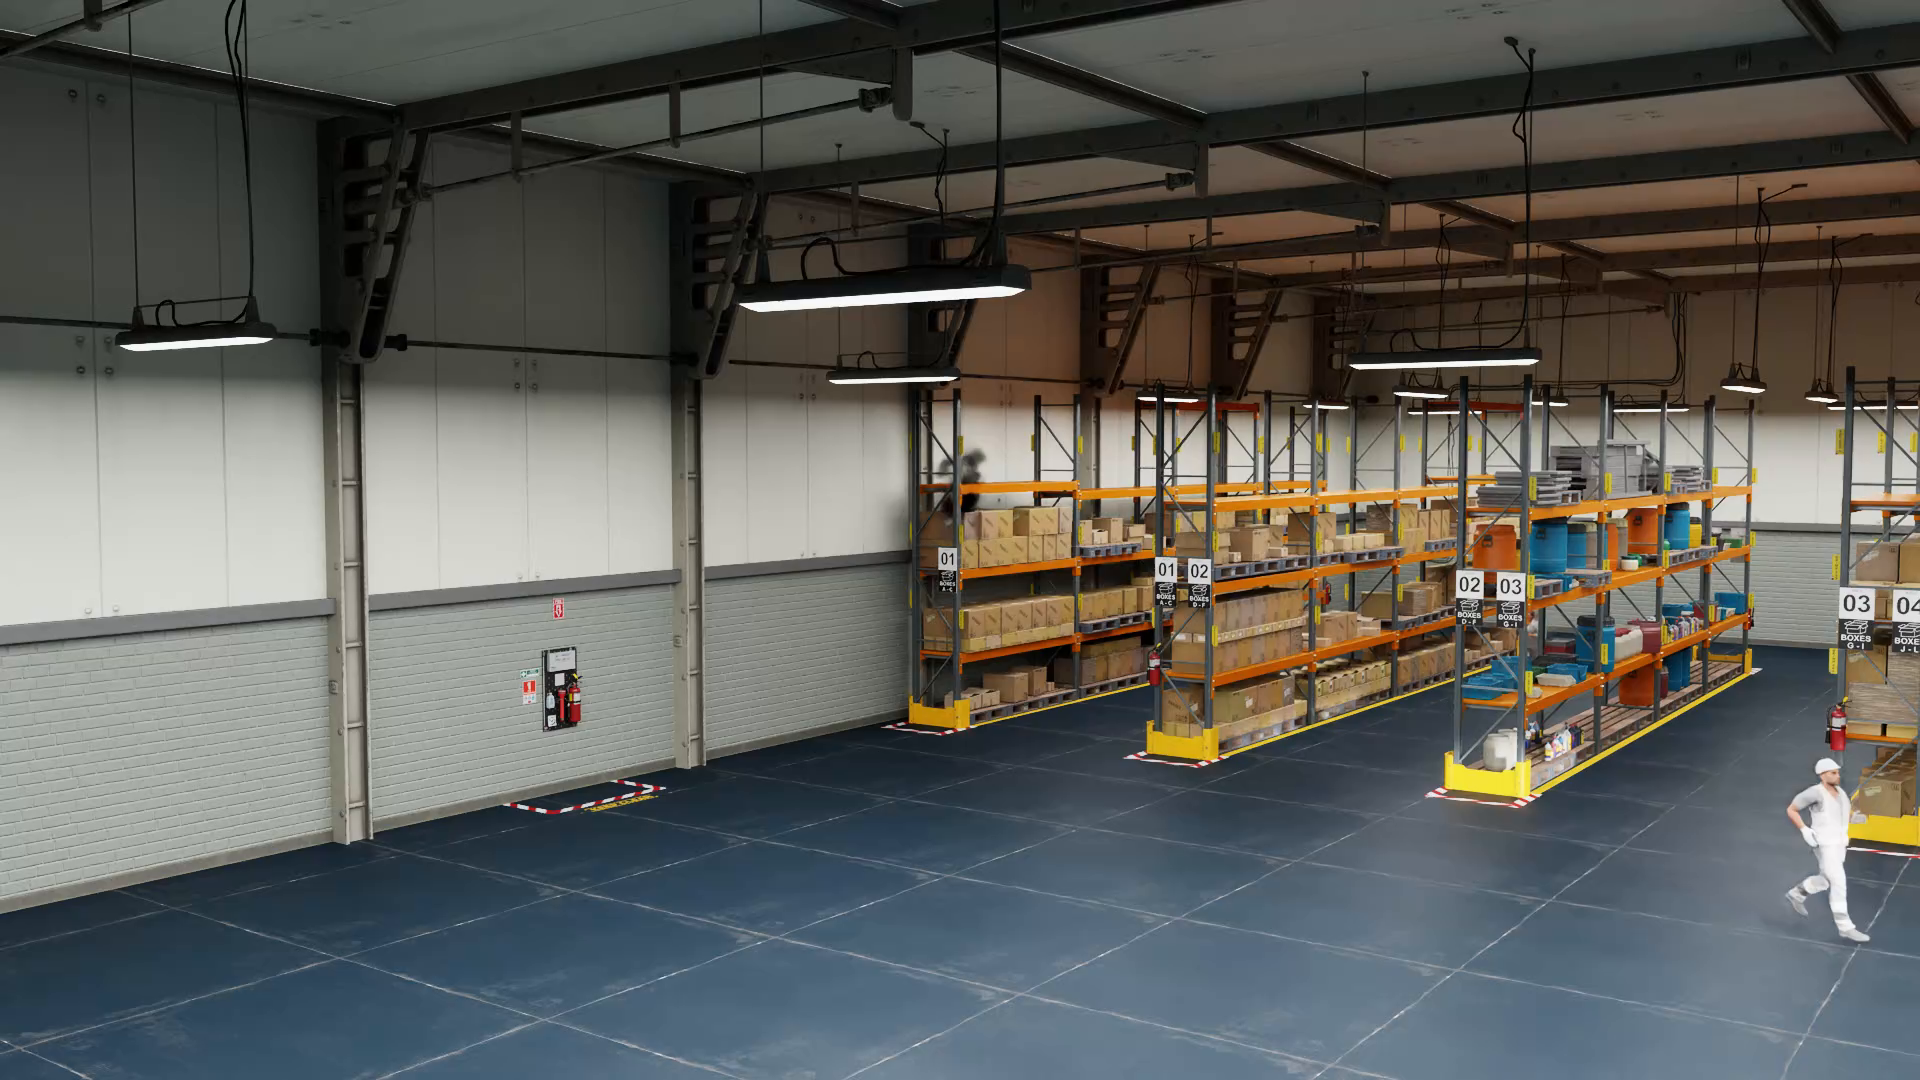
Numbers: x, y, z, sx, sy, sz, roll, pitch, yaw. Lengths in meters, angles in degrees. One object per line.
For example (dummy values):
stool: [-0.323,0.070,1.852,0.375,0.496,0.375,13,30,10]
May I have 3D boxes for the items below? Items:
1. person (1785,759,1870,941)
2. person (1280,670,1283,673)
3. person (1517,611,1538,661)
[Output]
person: [8.873,3.115,17.004,0.661,1.765,1.002,-2,4,-28]
person: [6.302,2.221,33.483,0.642,1.854,0.813,2,4,33]
person: [11.747,2.273,34.322,0.520,1.510,0.855,2,4,28]
